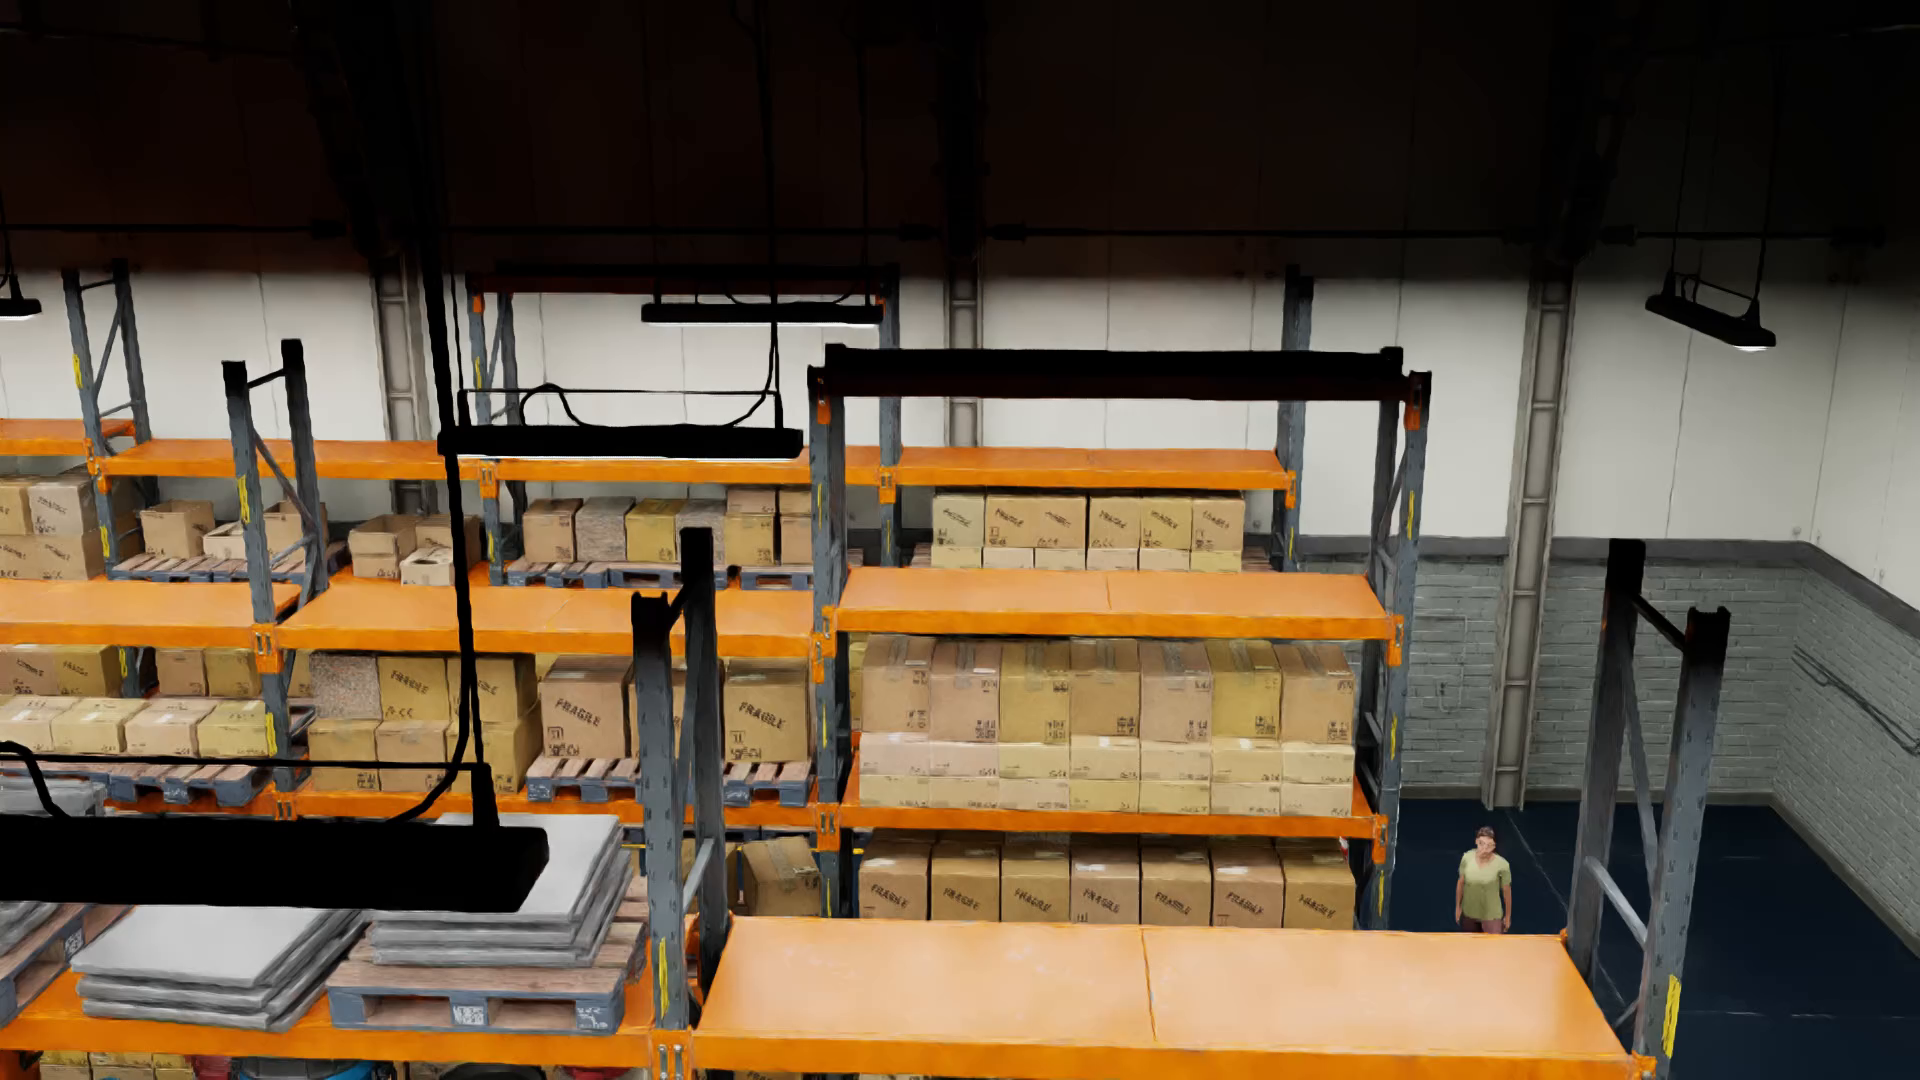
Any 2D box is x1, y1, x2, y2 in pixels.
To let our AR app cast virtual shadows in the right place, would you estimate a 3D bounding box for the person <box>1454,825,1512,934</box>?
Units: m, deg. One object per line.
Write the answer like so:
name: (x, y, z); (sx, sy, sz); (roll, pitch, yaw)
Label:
person: (4.546, 3.249, 14.391); (0.687, 1.658, 0.563); (13, 21, 38)
